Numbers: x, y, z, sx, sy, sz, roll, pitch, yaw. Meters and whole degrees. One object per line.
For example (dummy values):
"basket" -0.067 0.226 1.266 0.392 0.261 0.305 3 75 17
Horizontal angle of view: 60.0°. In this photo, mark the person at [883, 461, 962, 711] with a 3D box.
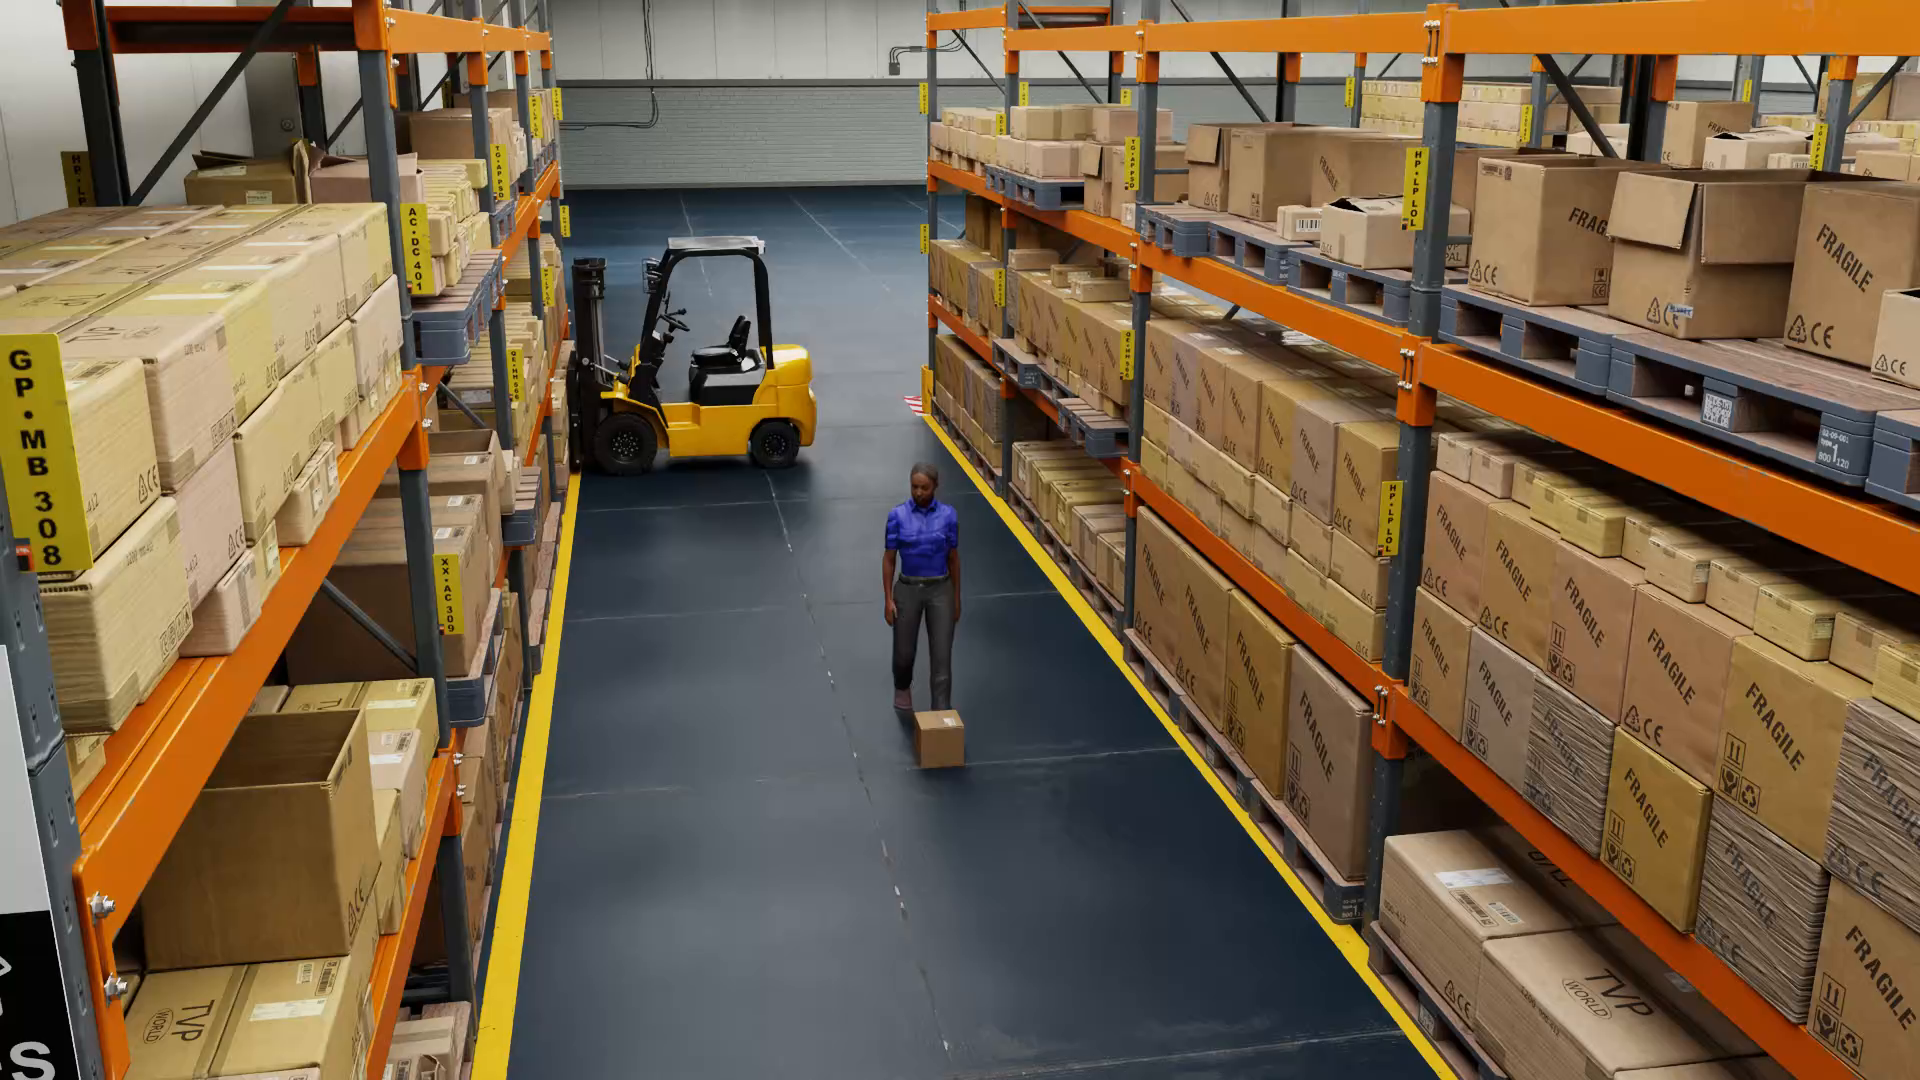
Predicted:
"person" -0.219 0.347 9.860 0.471 1.637 0.752 -2 17 -5
